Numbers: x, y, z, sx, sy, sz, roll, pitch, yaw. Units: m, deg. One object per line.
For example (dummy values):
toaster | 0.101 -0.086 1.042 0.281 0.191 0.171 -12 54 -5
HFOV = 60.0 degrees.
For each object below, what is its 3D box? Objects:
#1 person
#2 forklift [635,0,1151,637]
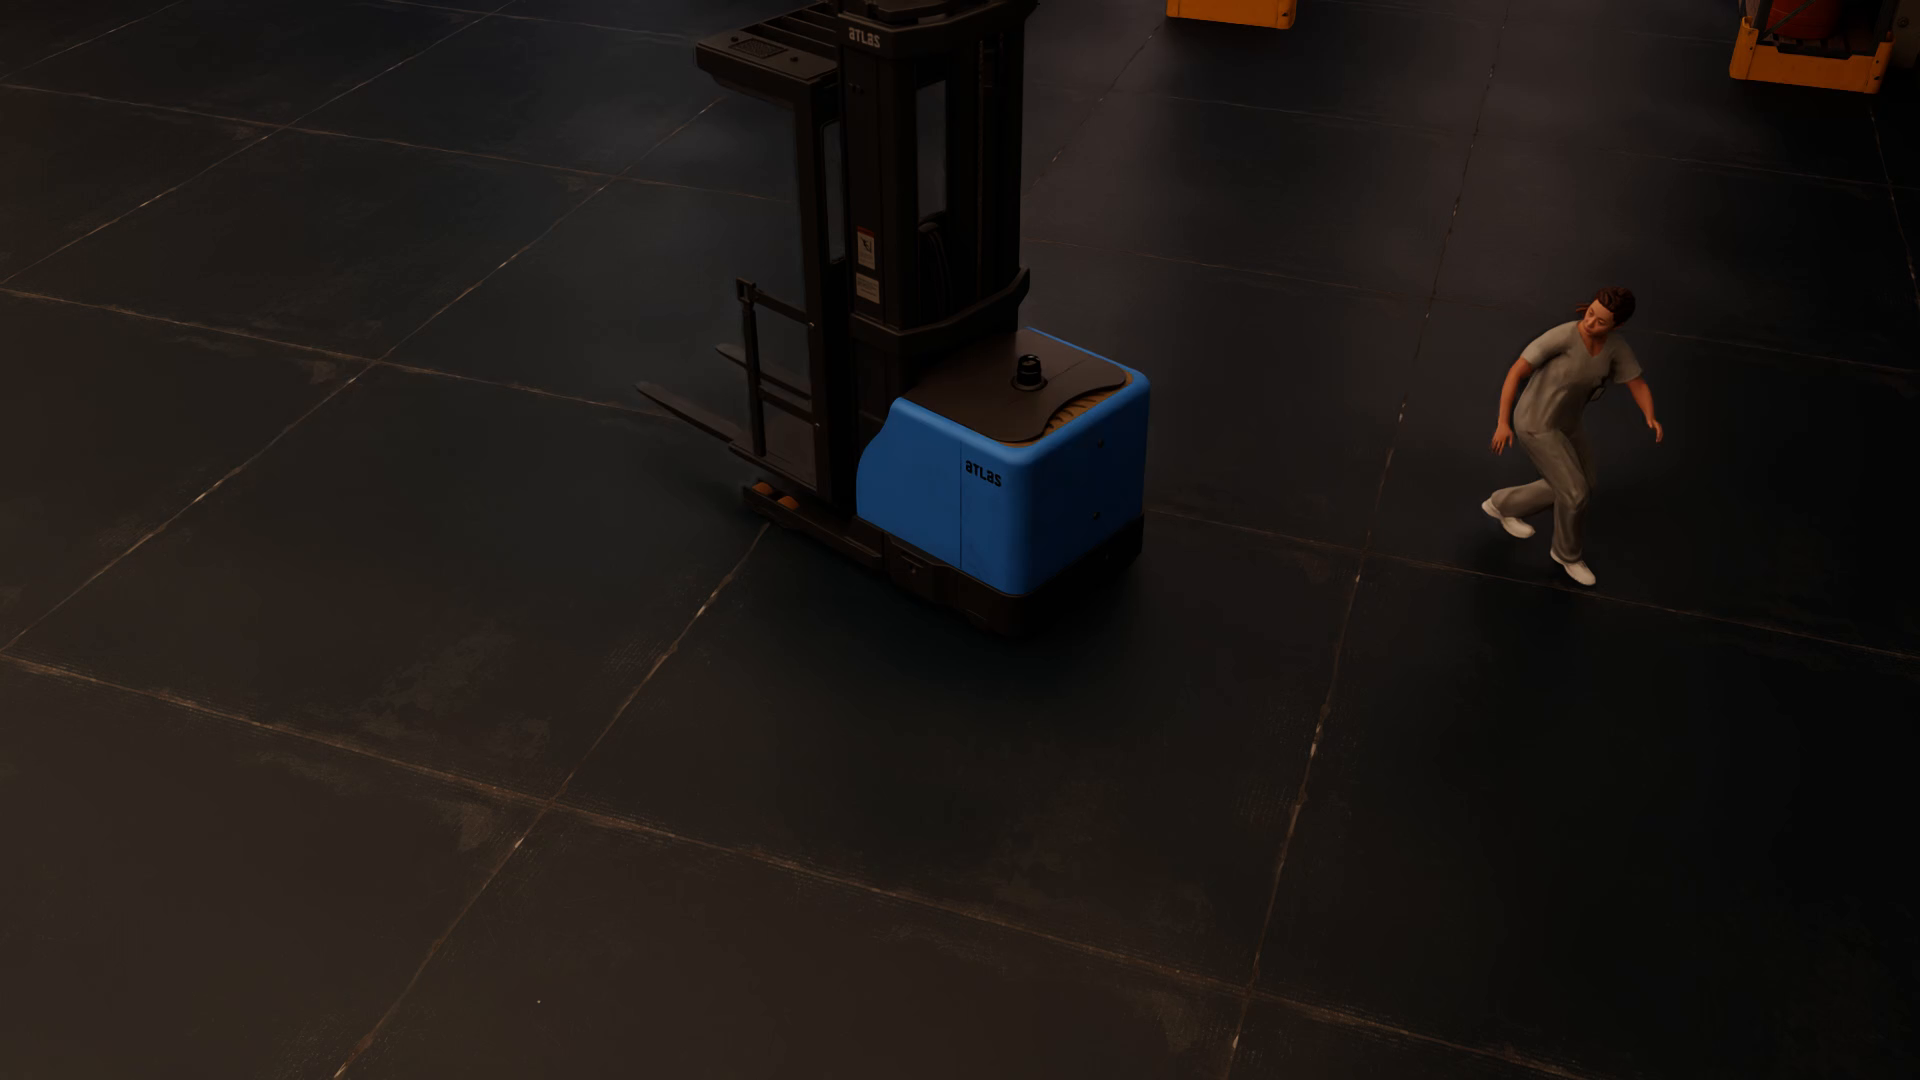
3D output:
person | 2.917 -0.496 8.026 0.774 1.542 0.806 -19 39 -24
forklift | -0.511 -1.459 8.169 3.031 2.935 1.130 27 44 33
